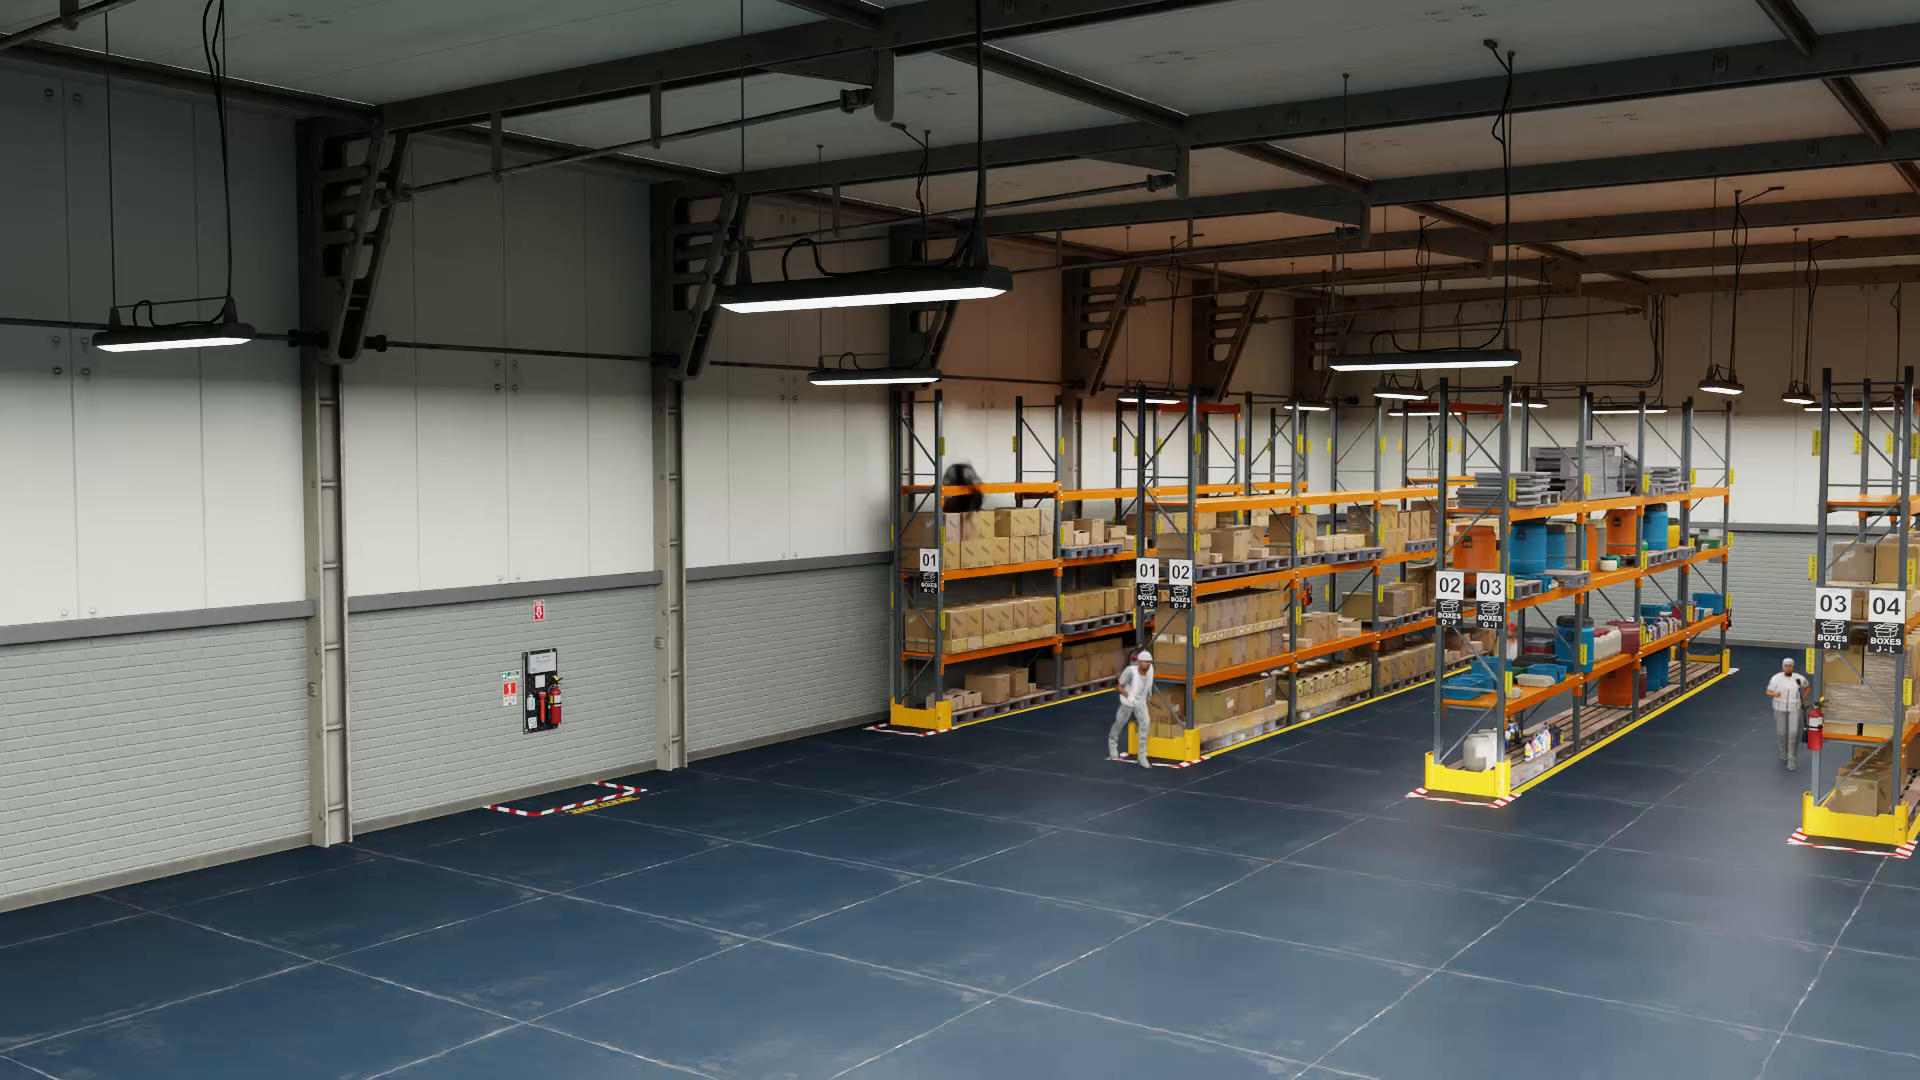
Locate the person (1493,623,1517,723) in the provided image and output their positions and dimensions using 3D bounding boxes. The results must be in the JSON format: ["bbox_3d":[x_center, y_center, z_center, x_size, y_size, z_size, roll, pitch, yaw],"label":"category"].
[{"bbox_3d":[9.984,2.411,30.203,0.631,1.800,0.663,2,4,34],"label":"person"}]

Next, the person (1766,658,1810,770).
[{"bbox_3d":[12.972,2.690,26.072,0.604,1.688,0.893,2,4,29],"label":"person"}]

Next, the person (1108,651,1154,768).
[{"bbox_3d":[2.607,2.530,25.341,0.714,1.751,1.003,-2,4,-35],"label":"person"}]
